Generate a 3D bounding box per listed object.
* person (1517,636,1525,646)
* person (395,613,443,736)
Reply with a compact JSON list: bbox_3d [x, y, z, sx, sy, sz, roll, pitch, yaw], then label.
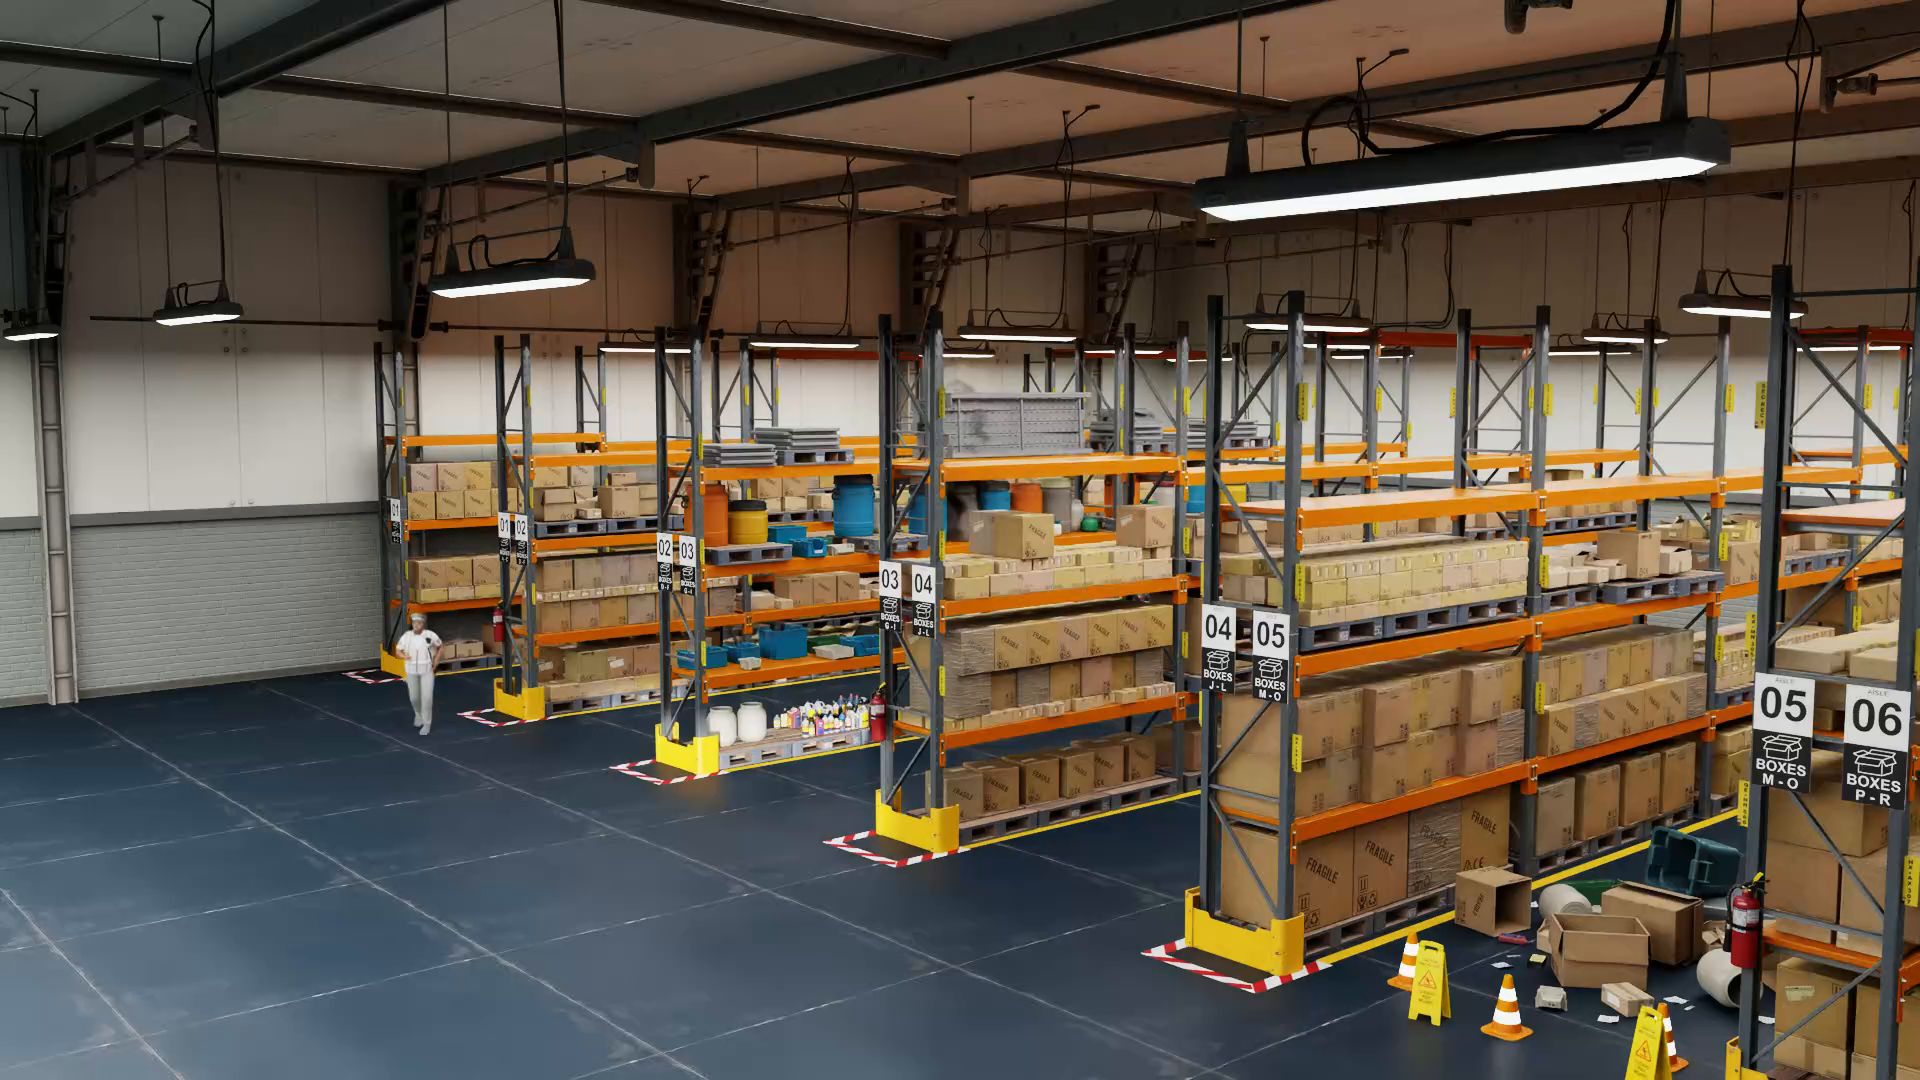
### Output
[{"bbox_3d":[8.253,2.070,24.016,0.981,1.750,0.701,-5,7,-42],"label":"person"},{"bbox_3d":[-8.147,1.984,25.080,0.689,1.802,0.907,-1,5,-16],"label":"person"}]
